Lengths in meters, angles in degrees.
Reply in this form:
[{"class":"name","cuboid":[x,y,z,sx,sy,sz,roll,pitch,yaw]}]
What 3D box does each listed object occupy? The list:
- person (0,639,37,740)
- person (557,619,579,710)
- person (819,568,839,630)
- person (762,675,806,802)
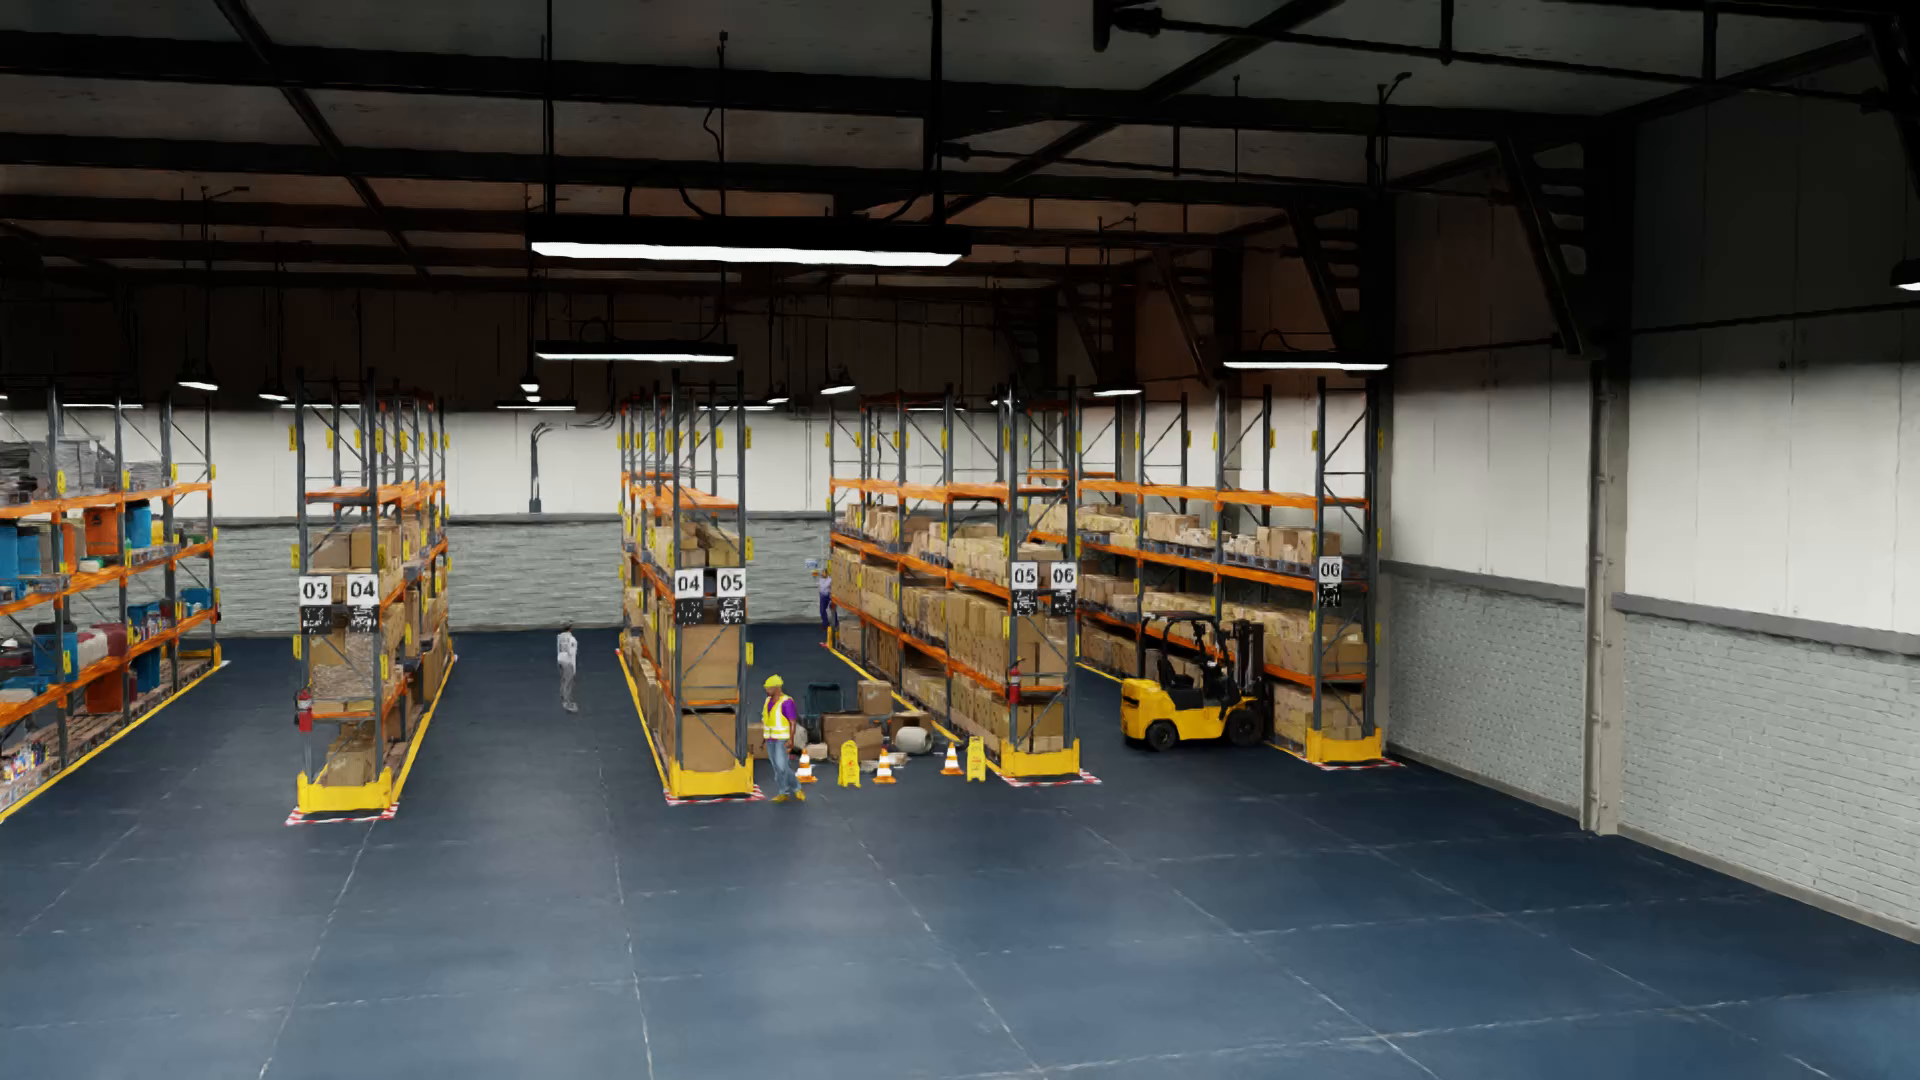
[{"class":"person","cuboid":[-15.649,2.490,27.473,0.553,1.724,1.030,0,3,-5]},{"class":"person","cuboid":[-7.273,2.309,30.922,0.408,1.679,0.538,-3,5,-45]},{"class":"person","cuboid":[-3.473,1.554,44.245,0.542,1.632,0.552,1,4,23]},{"class":"person","cuboid":[-2.455,2.740,22.959,0.696,1.759,0.457,3,4,40]}]
